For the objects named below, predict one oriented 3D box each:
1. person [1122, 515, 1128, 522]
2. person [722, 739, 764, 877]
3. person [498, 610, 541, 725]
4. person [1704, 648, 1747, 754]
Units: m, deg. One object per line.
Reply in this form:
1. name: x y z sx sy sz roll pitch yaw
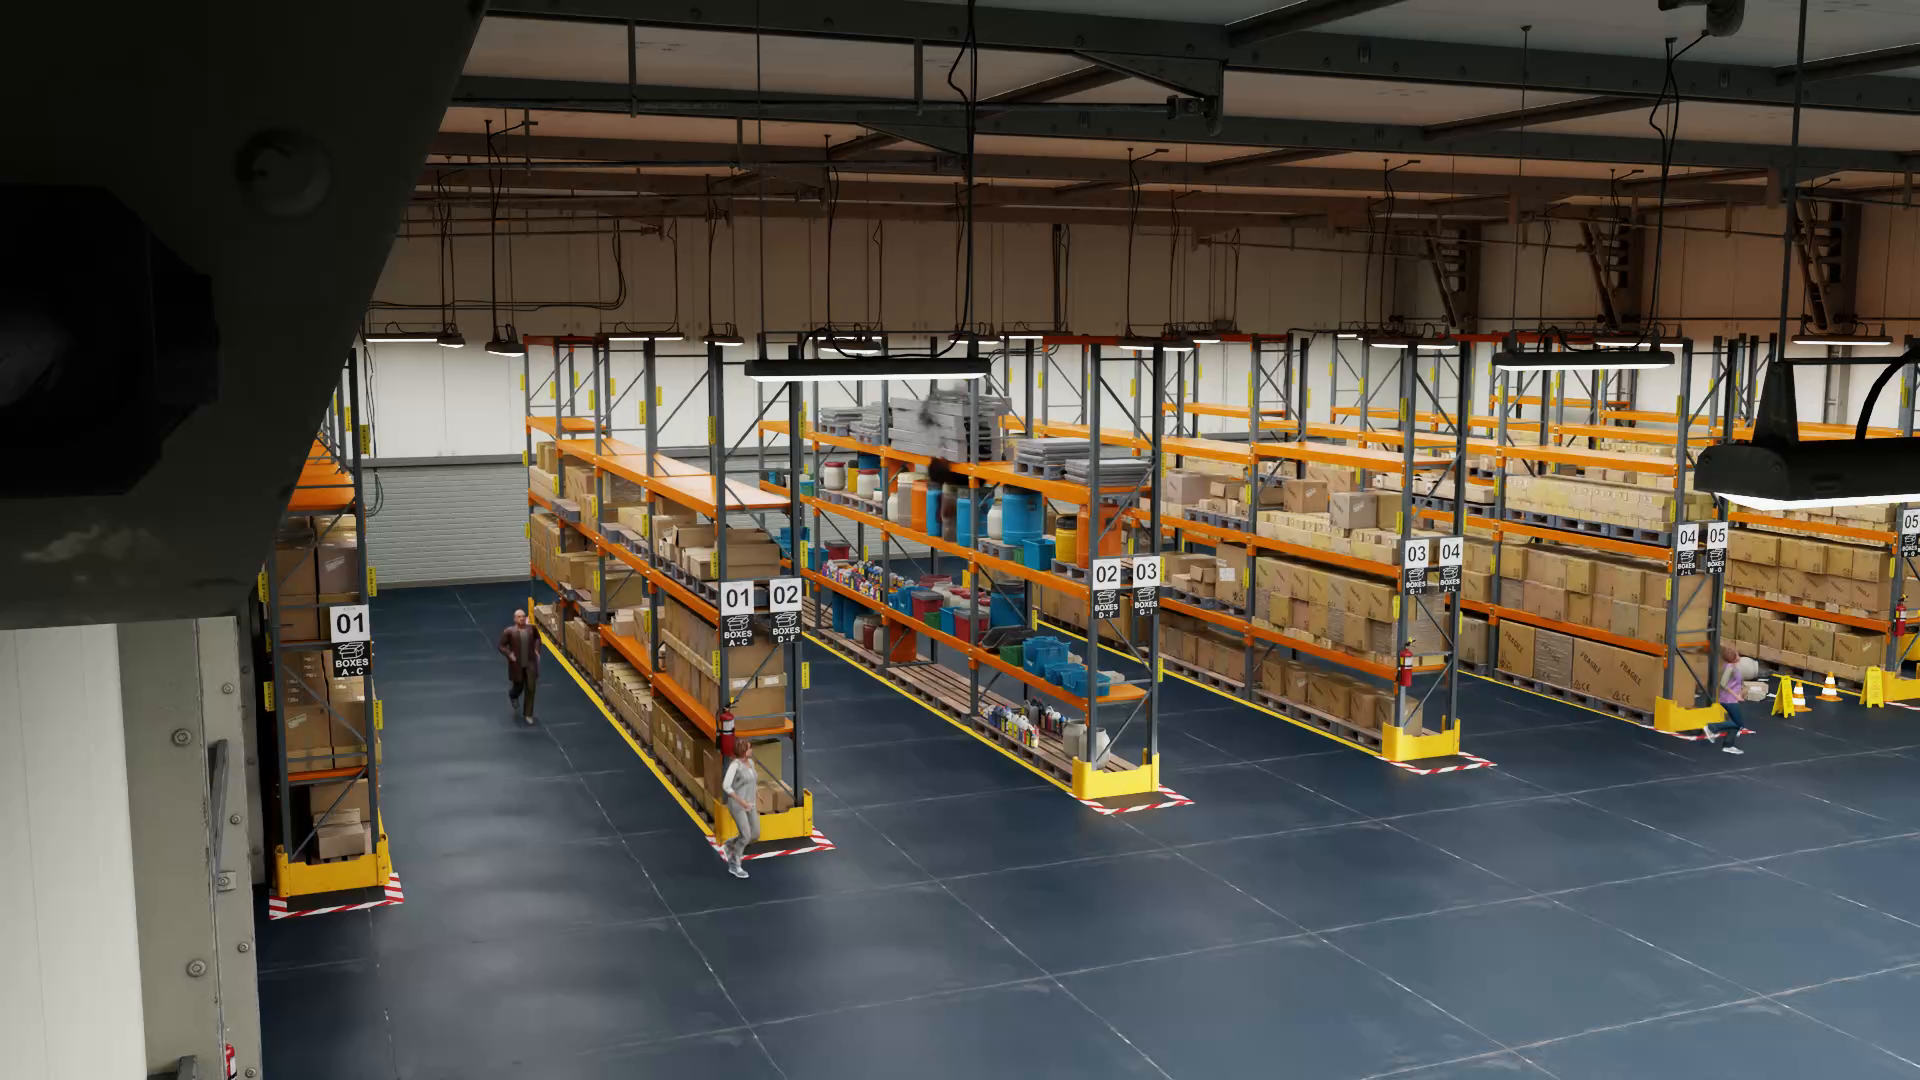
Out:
1. person: 3.869 0.215 39.802 0.733 1.730 0.613 1 8 9
2. person: -2.503 3.054 19.053 0.488 1.556 0.608 4 8 26
3. person: -6.934 1.977 26.323 0.710 1.776 0.943 -4 9 -28
4. person: 11.208 2.350 24.337 0.547 1.543 0.522 4 8 27
